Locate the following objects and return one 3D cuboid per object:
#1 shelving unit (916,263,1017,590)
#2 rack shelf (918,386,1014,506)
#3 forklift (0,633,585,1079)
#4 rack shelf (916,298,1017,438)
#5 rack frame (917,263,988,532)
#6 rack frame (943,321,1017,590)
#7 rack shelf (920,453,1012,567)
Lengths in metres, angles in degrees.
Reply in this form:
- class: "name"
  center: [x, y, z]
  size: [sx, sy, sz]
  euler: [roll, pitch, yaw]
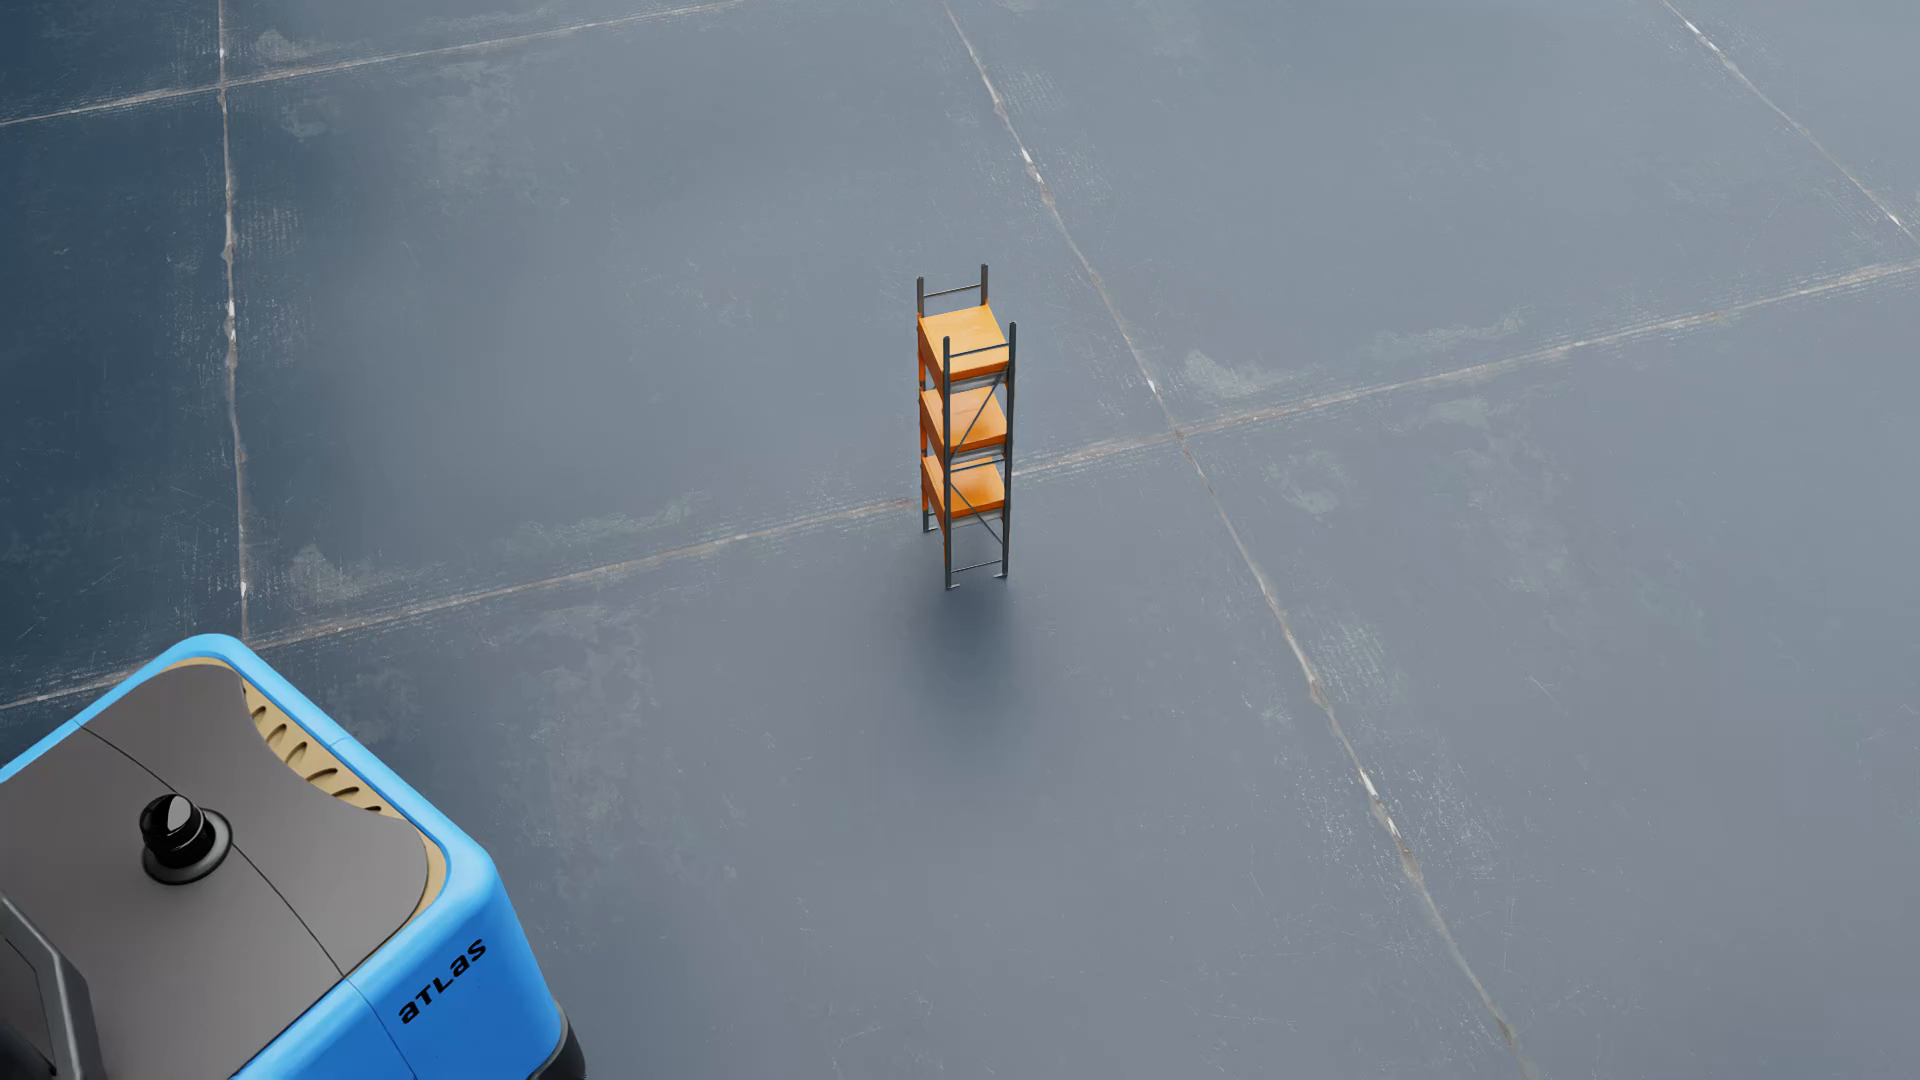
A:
- class: "shelving unit"
  center: [0.016, -0.299, 4.816]
  size: [0.215, 1.050, 0.252]
  euler: [-13, 51, -11]
- class: "rack shelf"
  center: [0.016, -0.292, 4.824]
  size: [0.215, 0.259, 0.240]
  euler: [-13, 51, -11]
- class: "forklift"
  center: [-2.237, 1.035, 2.460]
  size: [1.130, 2.935, 3.031]
  euler: [32, 57, 24]
- class: "rack shelf"
  center: [0.016, -0.475, 4.607]
  size: [0.215, 0.259, 0.240]
  euler: [-13, 51, -11]
- class: "rack frame"
  center: [-0.020, -0.388, 4.891]
  size: [0.200, 1.050, 0.008]
  euler: [-13, 51, -11]
- class: "rack frame"
  center: [0.052, -0.210, 4.741]
  size: [0.200, 1.050, 0.008]
  euler: [-13, 51, -11]
- class: "rack shelf"
  center: [0.016, -0.113, 5.036]
  size: [0.215, 0.259, 0.240]
  euler: [-13, 51, -11]
